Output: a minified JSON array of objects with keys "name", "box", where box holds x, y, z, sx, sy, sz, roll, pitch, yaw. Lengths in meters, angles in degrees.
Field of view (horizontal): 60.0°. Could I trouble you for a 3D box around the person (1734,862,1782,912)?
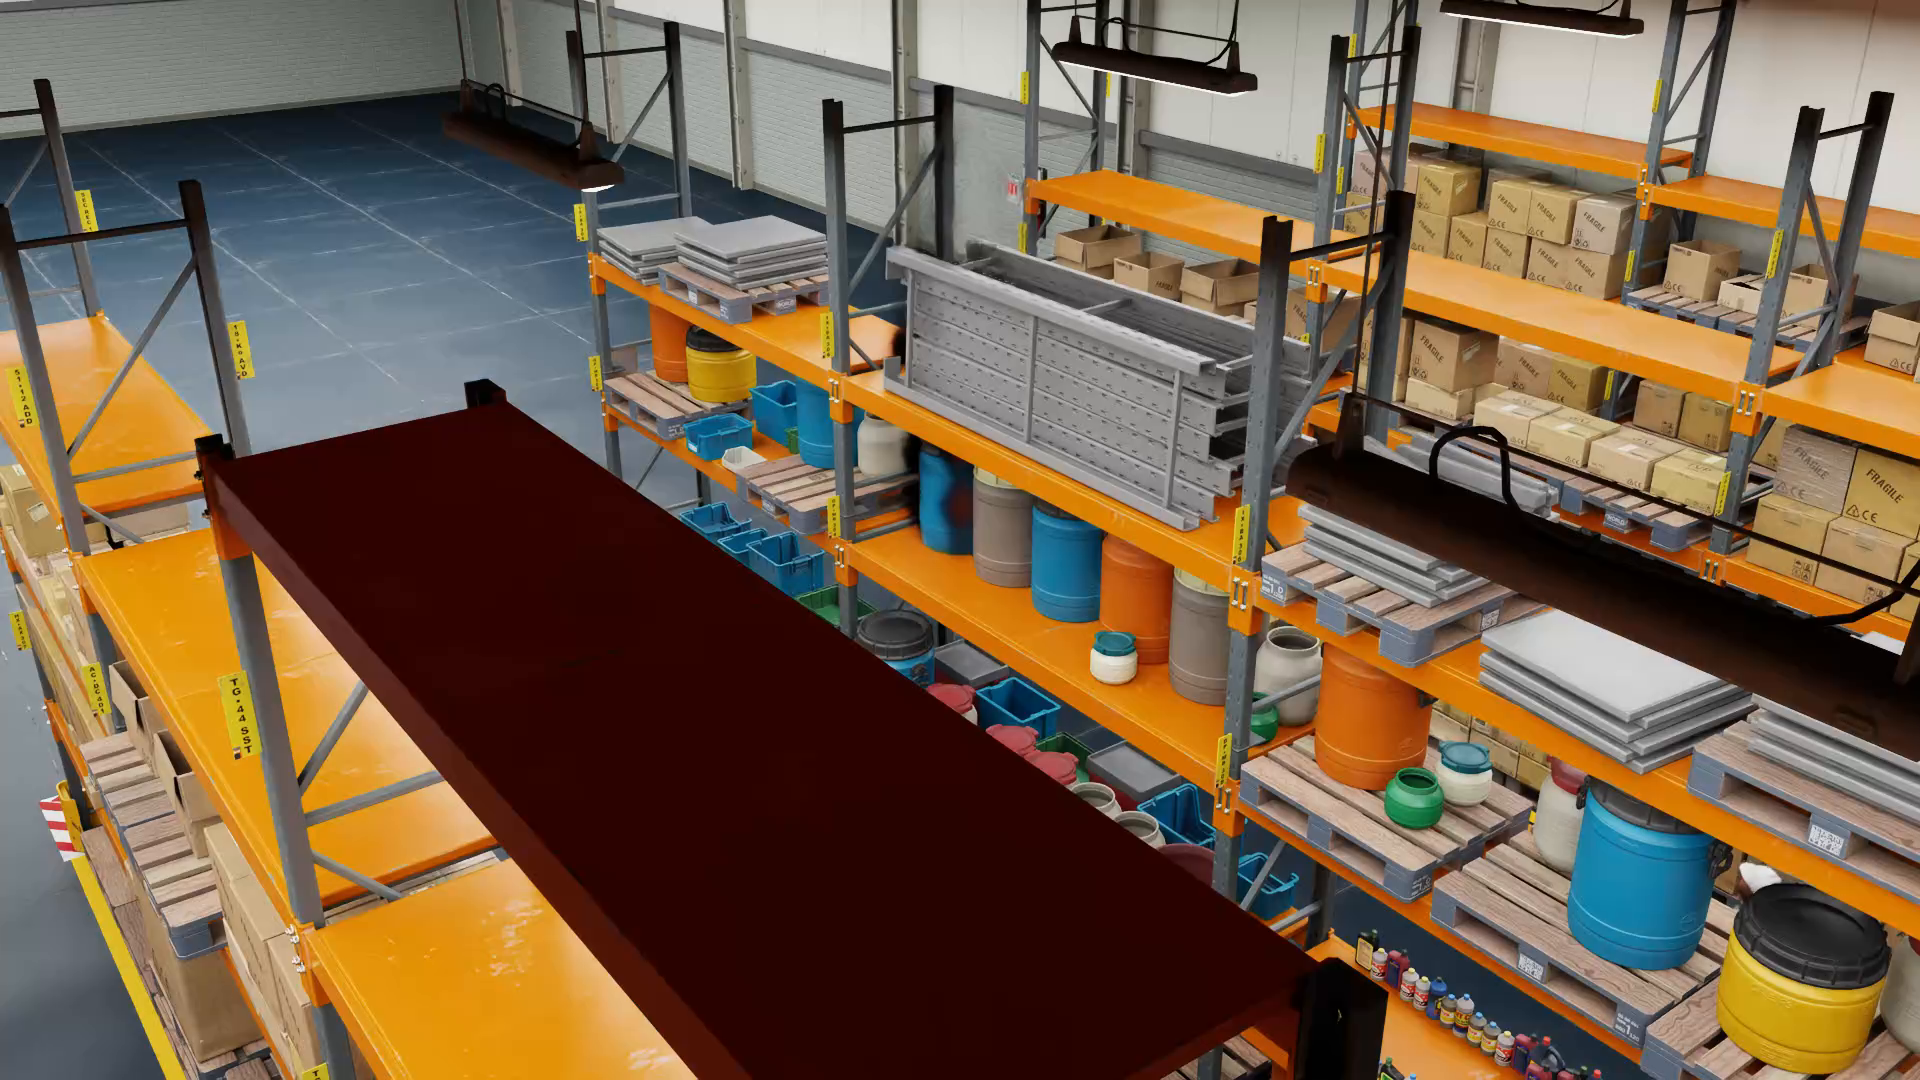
[{"name":"person","box":[5.060,2.830,10.816,0.687,1.726,0.612,-18,30,-34]}]
